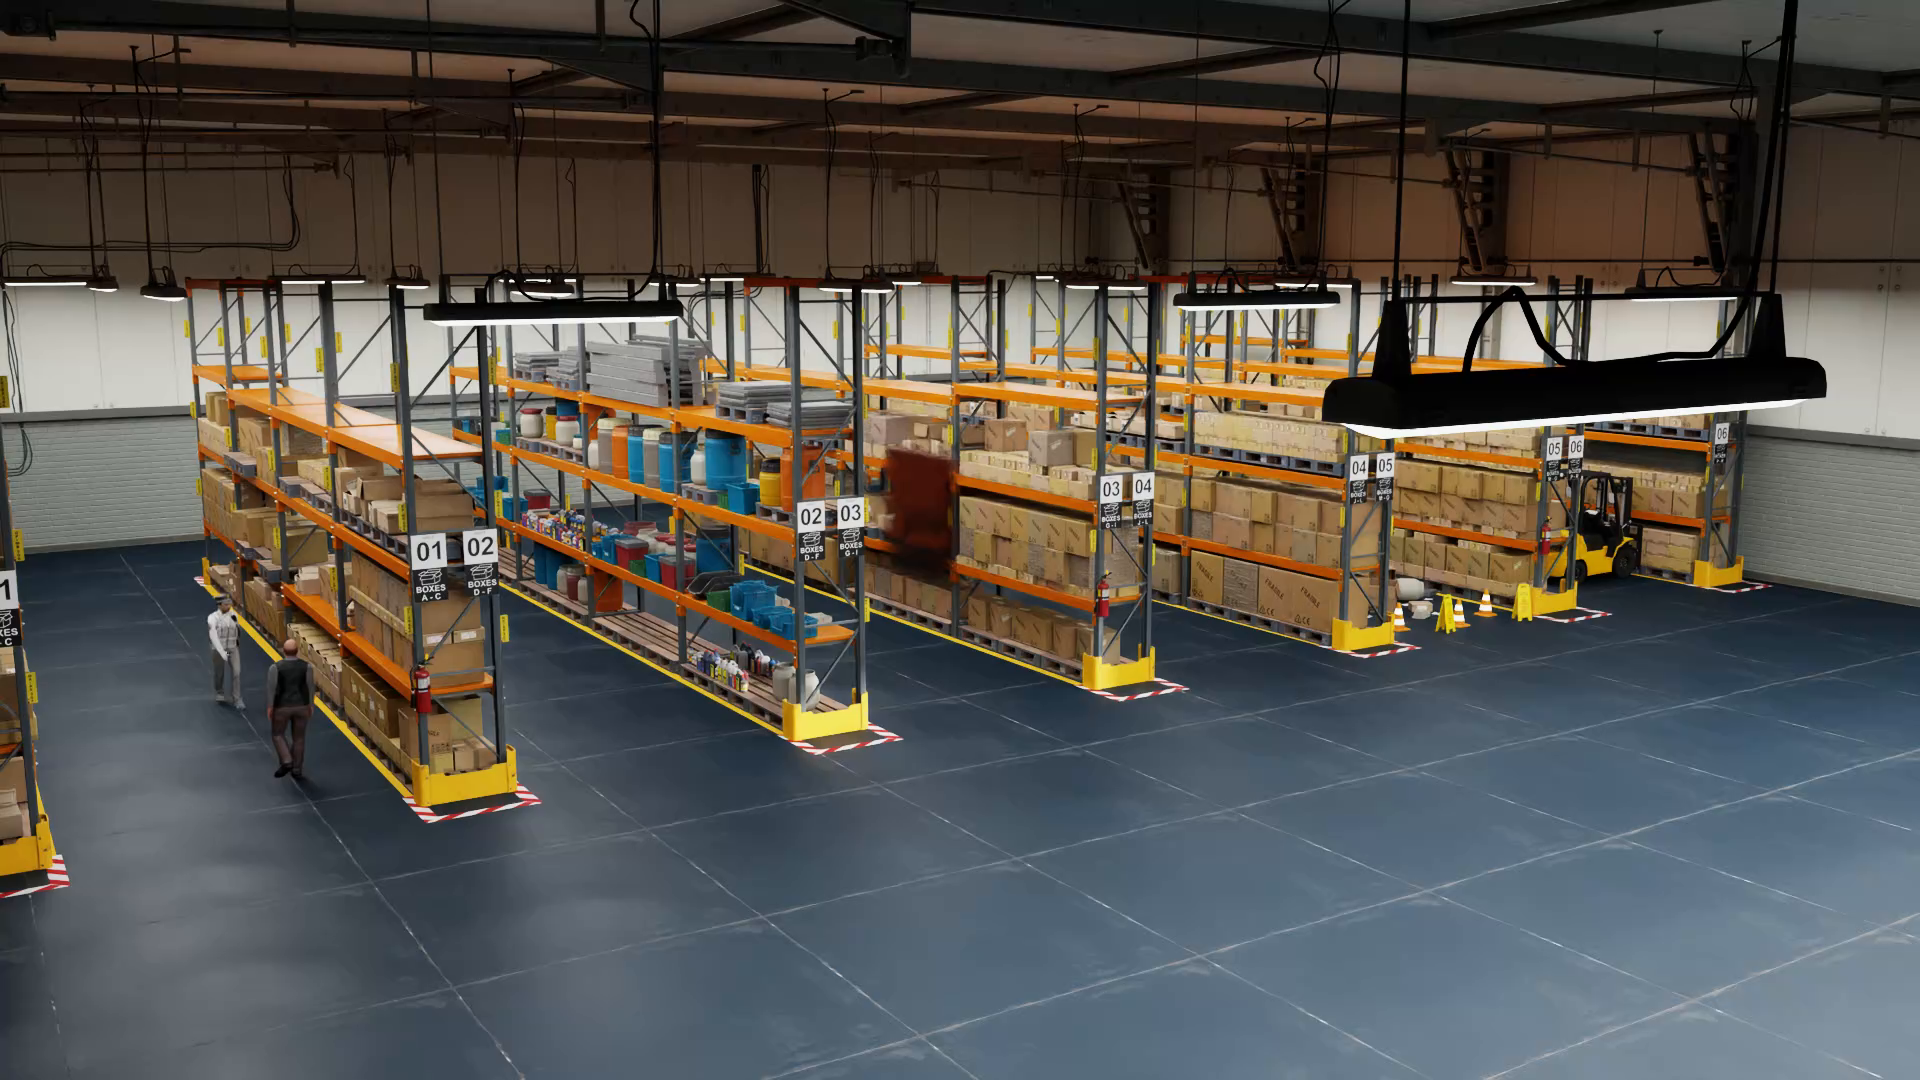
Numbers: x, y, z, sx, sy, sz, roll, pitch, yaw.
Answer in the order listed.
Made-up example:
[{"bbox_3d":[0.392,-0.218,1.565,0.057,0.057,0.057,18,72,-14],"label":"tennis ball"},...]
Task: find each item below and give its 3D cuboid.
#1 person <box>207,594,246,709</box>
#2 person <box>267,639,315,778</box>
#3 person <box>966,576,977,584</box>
[{"bbox_3d":[-10.478,1.561,23.782,0.464,1.614,0.935,-9,13,-42],"label":"person"},{"bbox_3d":[-8.209,2.088,20.437,0.566,1.699,0.457,-5,11,-28],"label":"person"},{"bbox_3d":[0.274,0.016,31.149,0.691,1.691,0.677,-4,10,-23],"label":"person"}]
